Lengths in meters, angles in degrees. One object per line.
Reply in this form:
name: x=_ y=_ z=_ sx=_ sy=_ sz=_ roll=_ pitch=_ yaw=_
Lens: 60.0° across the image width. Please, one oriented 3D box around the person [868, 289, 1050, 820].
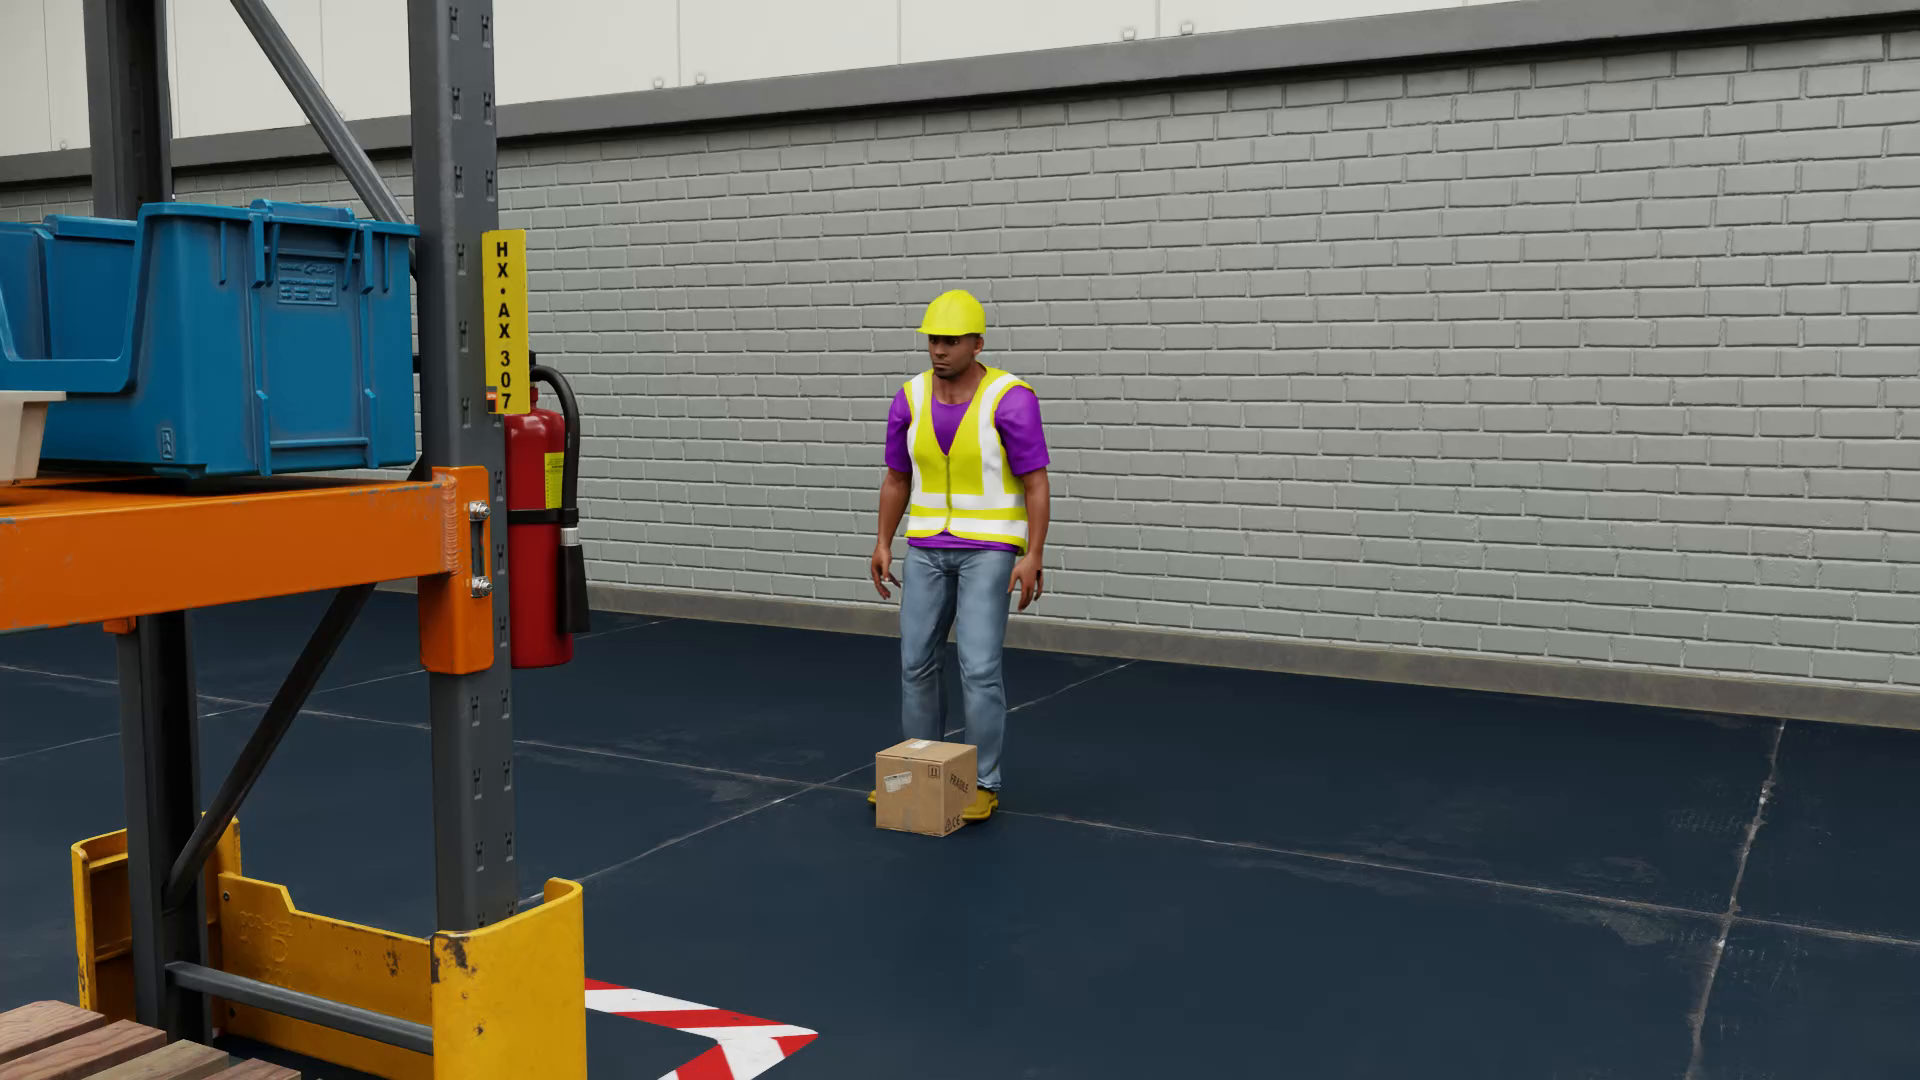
person: x=-0.008 y=0.047 z=5.615 sx=0.636 sy=1.757 sz=0.461 roll=3 pitch=7 yaw=27
